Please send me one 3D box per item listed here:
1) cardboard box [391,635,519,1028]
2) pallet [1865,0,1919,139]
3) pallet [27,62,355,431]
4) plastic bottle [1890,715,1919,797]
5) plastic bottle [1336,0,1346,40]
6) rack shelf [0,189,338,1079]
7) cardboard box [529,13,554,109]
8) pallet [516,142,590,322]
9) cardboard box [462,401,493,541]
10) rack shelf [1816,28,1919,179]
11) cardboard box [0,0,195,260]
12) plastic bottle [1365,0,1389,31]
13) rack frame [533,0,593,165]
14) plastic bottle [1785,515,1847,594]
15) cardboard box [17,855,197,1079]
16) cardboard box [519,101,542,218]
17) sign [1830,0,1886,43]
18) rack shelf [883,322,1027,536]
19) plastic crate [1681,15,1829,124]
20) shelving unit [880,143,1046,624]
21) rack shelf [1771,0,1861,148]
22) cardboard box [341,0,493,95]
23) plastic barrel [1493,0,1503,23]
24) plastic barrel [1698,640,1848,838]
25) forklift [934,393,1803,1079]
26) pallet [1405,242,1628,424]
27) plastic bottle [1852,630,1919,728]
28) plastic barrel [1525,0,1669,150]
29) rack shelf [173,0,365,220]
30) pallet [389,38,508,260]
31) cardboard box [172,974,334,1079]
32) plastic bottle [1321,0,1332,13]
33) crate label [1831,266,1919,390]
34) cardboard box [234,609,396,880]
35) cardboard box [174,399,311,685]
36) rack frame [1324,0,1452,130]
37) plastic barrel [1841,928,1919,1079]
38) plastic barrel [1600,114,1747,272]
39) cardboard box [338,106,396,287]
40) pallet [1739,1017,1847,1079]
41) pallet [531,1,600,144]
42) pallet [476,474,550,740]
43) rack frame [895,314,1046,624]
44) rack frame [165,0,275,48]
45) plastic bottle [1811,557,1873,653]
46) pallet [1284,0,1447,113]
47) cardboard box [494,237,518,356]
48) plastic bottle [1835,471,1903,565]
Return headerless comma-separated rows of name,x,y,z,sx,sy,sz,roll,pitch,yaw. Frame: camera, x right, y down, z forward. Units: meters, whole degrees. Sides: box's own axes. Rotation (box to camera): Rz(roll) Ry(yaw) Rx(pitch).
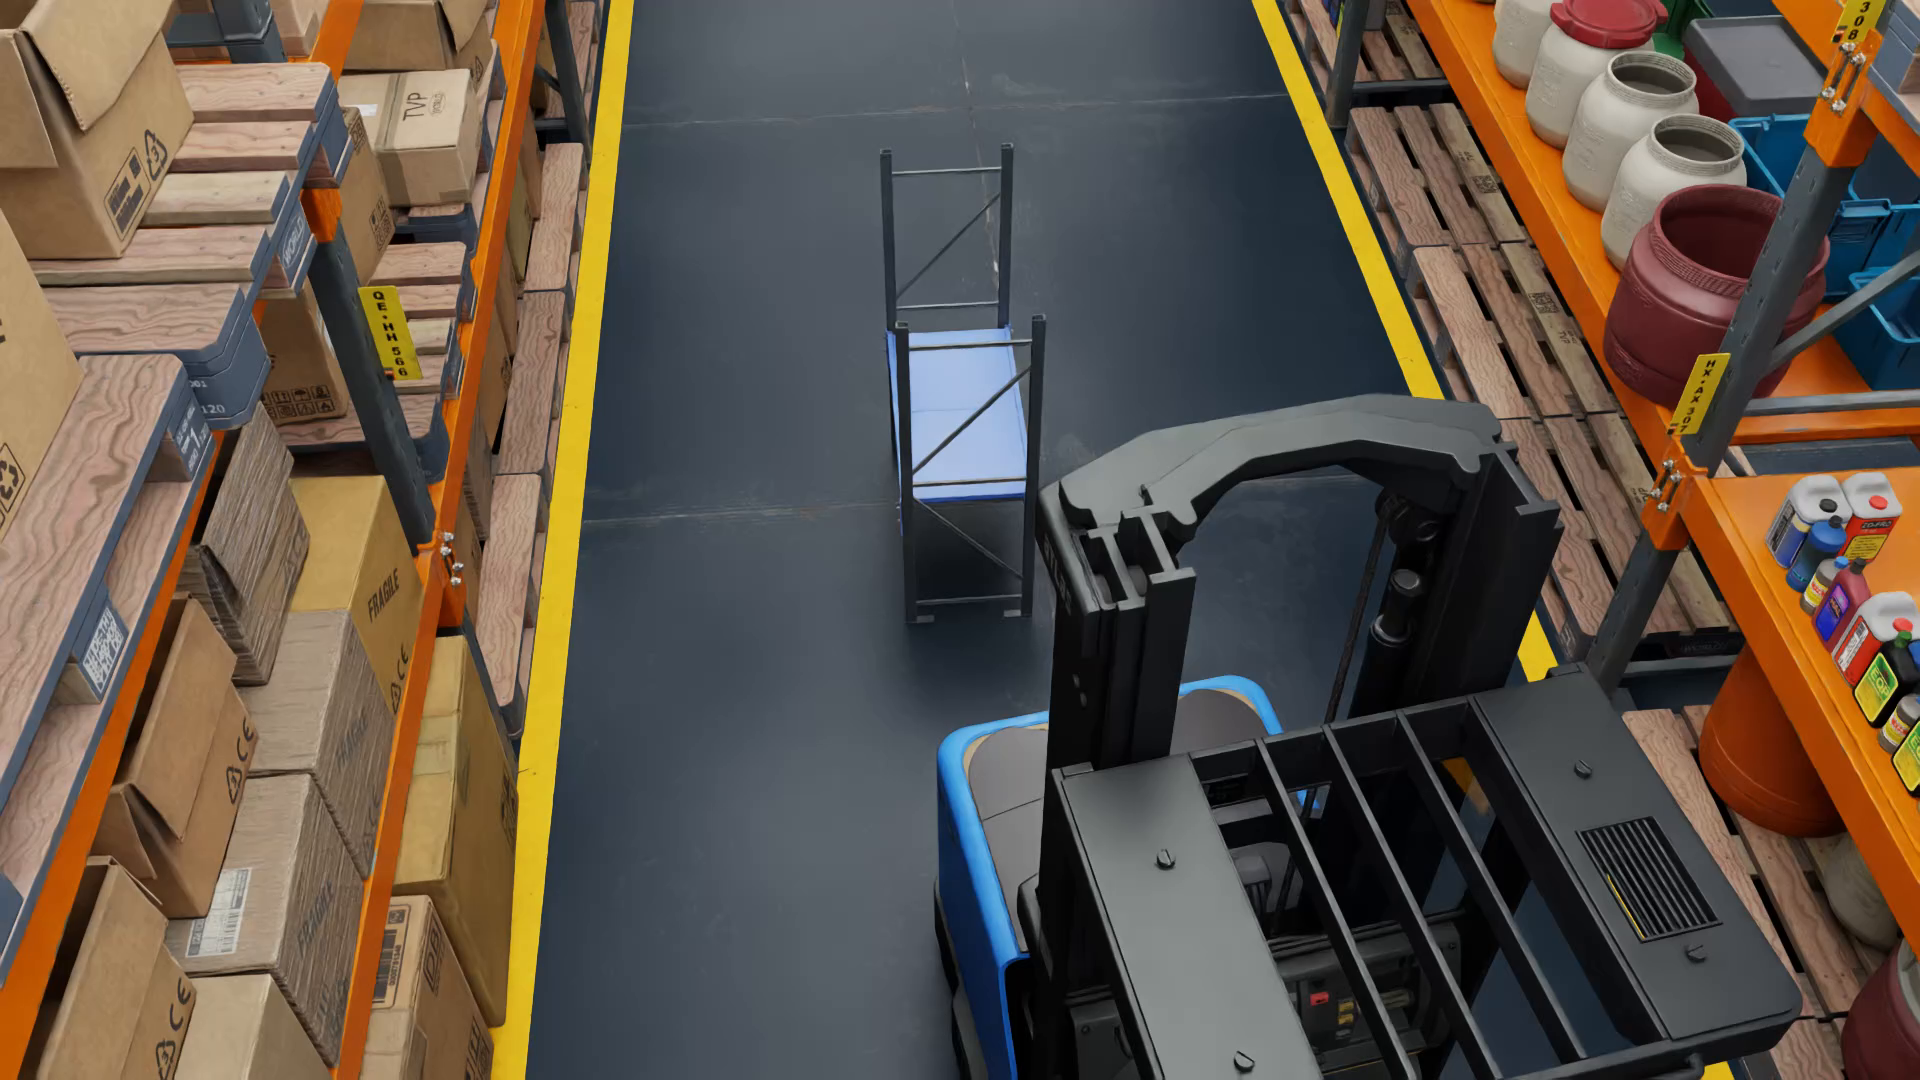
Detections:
cardboard box,-2.074,0.958,5.088,1.225,0.875,0.875,-5,47,-5
pallet,2.791,-0.837,3.678,1.003,0.211,1.213,-3,47,-3
pallet,-2.004,-0.633,3.484,1.213,0.211,1.003,-2,47,-1
plastic bottle,2.563,0.544,4.385,0.061,0.283,0.133,-3,47,-3
plastic bottle,2.121,-2.869,9.106,0.061,0.283,0.133,-1,47,-1
rack shelf,-1.944,0.534,2.744,1.077,0.370,4.000,-3,47,-3
cardboard box,-2.439,-2.600,8.715,0.500,0.500,0.500,-5,47,-5
pallet,-2.379,-1.501,8.163,1.003,0.211,1.213,-3,47,-3
cardboard box,-2.246,-0.305,6.528,0.700,0.500,0.500,-7,47,-7
rack shelf,2.992,0.233,3.029,1.077,0.370,4.000,-3,47,-3
cardboard box,-1.988,-0.903,3.250,0.797,0.503,0.637,-1,47,-1
plastic bottle,2.292,-3.022,9.204,0.144,0.351,0.185,-3,47,-3
rack frame,-2.446,-3.023,7.684,1.000,3.000,0.127,-3,47,-3
plastic bottle,2.521,0.033,4.878,0.097,0.271,0.097,0,47,0
cardboard box,-1.951,0.978,3.134,0.797,0.503,0.637,-2,47,-2
cardboard box,-2.416,-1.869,8.009,0.700,0.500,0.500,-7,47,-6
sign,2.277,-1.387,4.140,0.100,0.325,0.005,-3,47,-3
rack shelf,-0.007,-0.454,6.531,0.538,0.185,1.000,-3,47,-3
plastic crate,2.994,-1.640,6.329,0.402,0.464,0.583,-3,47,-3
shelving unit,-0.007,-0.577,6.400,0.538,1.500,1.048,-3,47,-3
rack shelf,2.657,-2.661,5.770,1.077,0.370,4.000,-3,47,-3
cardboard box,-2.209,-1.954,6.311,0.797,0.503,0.637,1,47,1
plastic barrel,2.448,-2.310,7.103,0.301,0.262,0.301,0,47,0
plastic barrel,2.883,0.525,5.529,0.600,0.830,0.708,-3,47,-3
forklift,0.765,1.250,3.684,1.130,2.935,3.031,-10,47,-9
pallet,2.699,-0.915,7.607,1.003,0.211,1.213,-3,47,-3
plastic bottle,2.543,0.377,4.544,0.061,0.283,0.133,-3,47,-3
plastic barrel,2.449,-1.821,6.452,0.433,0.535,0.433,0,47,0
rack shelf,-2.278,-2.360,5.485,1.077,0.370,4.000,-3,47,-3
pallet,-2.317,-1.493,6.366,1.003,0.211,1.213,-3,47,-3
cardboard box,-1.698,1.283,3.536,0.500,0.500,0.500,-3,47,-3
plastic bottle,2.133,-3.152,9.327,0.144,0.351,0.185,-6,47,-5
crate label,3.163,-0.700,5.599,0.303,0.233,0.416,-3,47,-3
cardboard box,-1.787,0.540,4.241,0.500,0.500,0.500,-4,47,-4
cardboard box,-2.066,0.022,4.040,0.797,0.503,0.637,-2,47,-2
rack frame,2.490,-3.324,7.969,1.000,3.000,0.127,-3,47,-3
plastic barrel,2.977,1.425,4.843,0.600,0.588,0.708,-3,47,-3
plastic barrel,2.526,-1.200,5.880,0.421,0.512,0.421,0,47,0
cardboard box,-2.342,-1.094,5.498,0.700,0.500,0.500,3,47,3
pallet,3.031,1.977,4.868,1.003,0.211,1.213,-3,47,-3
pallet,-2.537,-2.548,9.154,1.003,0.211,1.213,-3,47,-3
pallet,-2.175,0.264,6.491,1.003,0.211,1.213,-3,47,-3
rack frame,0.035,-0.210,6.052,0.500,1.500,0.032,-3,47,-3
rack frame,-2.111,-2.192,2.765,1.000,3.000,0.127,-3,47,-3
plastic bottle,2.521,0.183,4.727,0.061,0.283,0.133,-3,47,-3
pallet,2.475,-2.854,9.444,1.003,0.211,1.213,-3,47,-3
cardboard box,-2.347,-1.118,7.298,0.700,0.500,0.500,-7,47,-7
plastic bottle,2.690,-0.064,4.966,0.152,0.276,0.135,-3,47,-3
